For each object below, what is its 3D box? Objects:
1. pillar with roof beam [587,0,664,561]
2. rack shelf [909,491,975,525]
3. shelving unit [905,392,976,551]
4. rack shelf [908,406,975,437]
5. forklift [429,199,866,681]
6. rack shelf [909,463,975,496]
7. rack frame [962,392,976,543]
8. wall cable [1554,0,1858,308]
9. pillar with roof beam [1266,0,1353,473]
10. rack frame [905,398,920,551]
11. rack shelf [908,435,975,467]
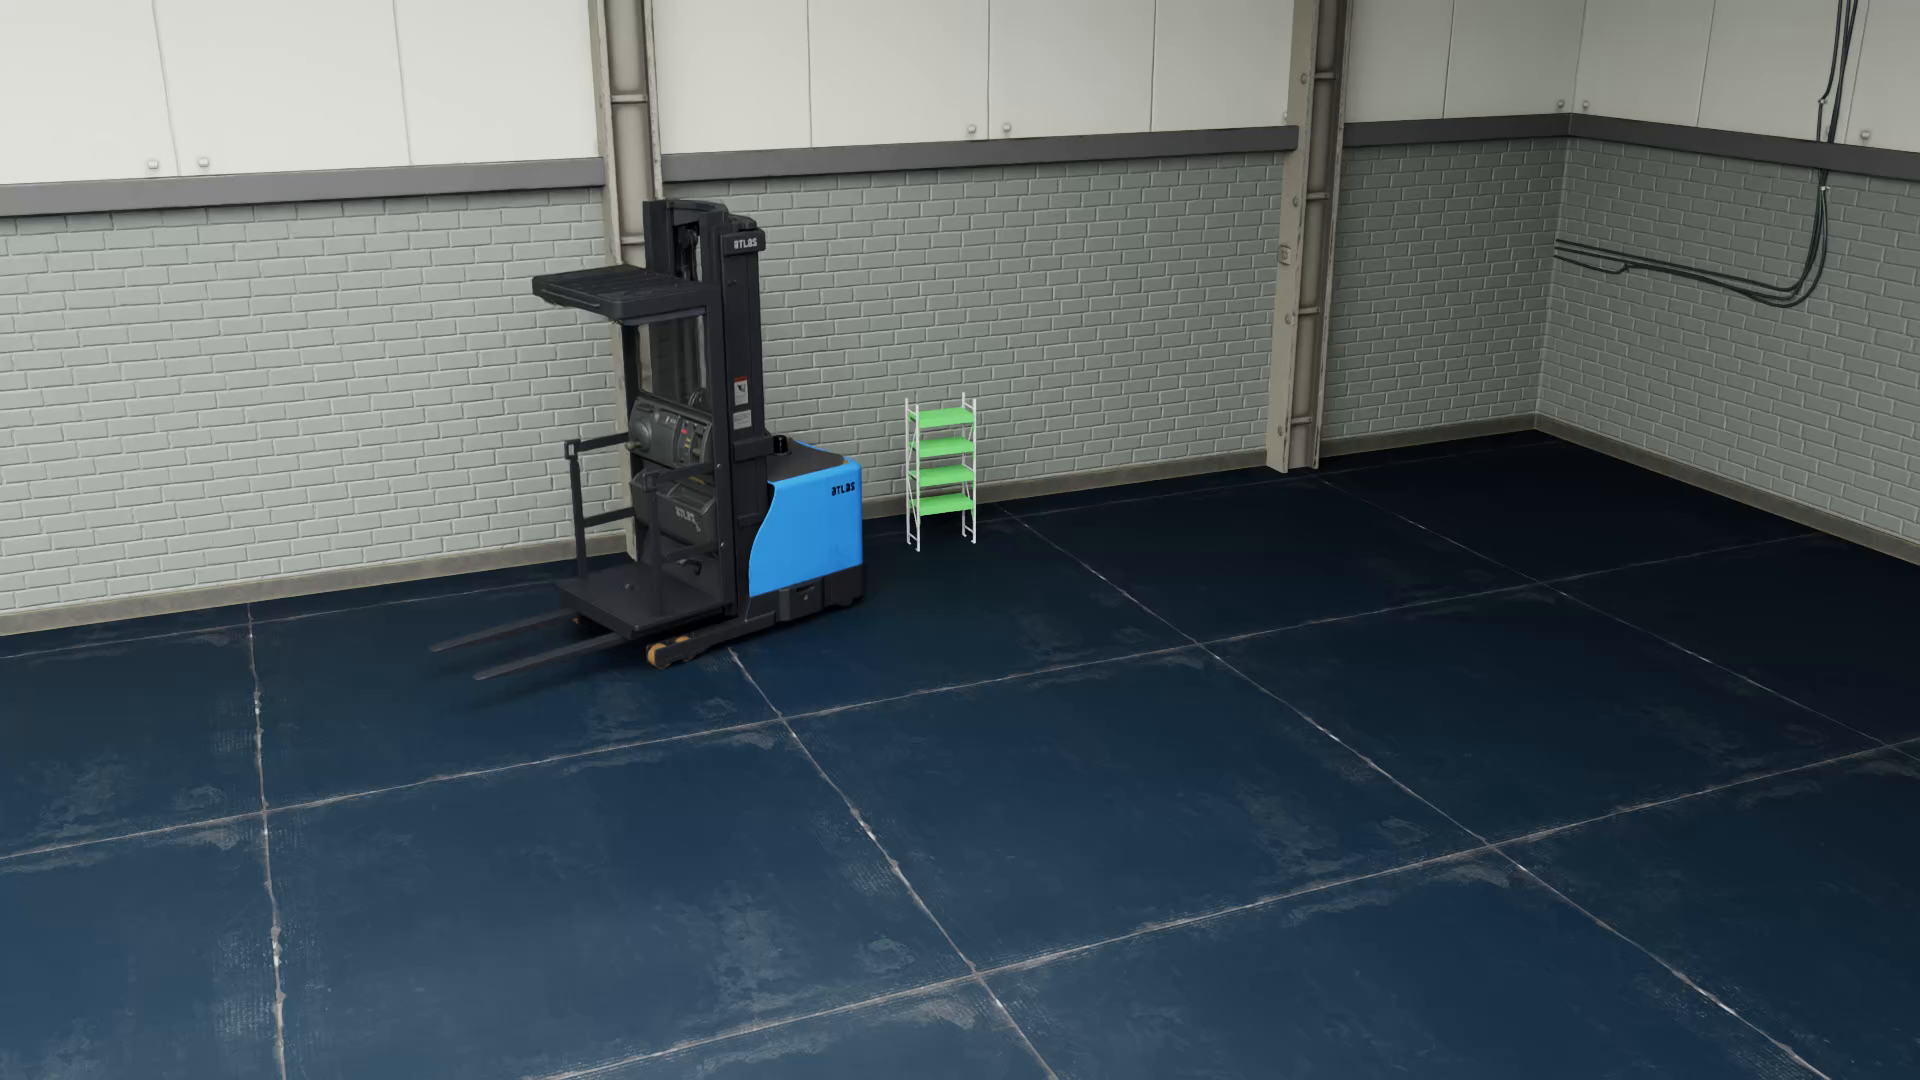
[{"bbox_3d":[-0.719,-2.830,8.010,0.400,9.000,9.100,-8,21,-22],"label":"pillar with roof beam"},{"bbox_3d":[-0.152,-0.258,13.362,0.480,0.148,0.258,-8,21,-22],"label":"rack shelf"},{"bbox_3d":[-0.152,-0.544,13.261,0.503,1.200,0.258,-8,21,-22],"label":"shelving unit"},{"bbox_3d":[-0.152,-0.937,13.123,0.480,0.148,0.258,-8,21,-22],"label":"rack shelf"},{"bbox_3d":[-2.122,-0.719,11.151,3.031,2.935,1.130,-17,25,-39],"label":"forklift"},{"bbox_3d":[-0.152,-0.484,13.282,0.480,0.148,0.258,-8,21,-22],"label":"rack shelf"},{"bbox_3d":[0.072,-0.576,13.352,0.015,1.200,0.240,-8,21,-22],"label":"rack frame"},{"bbox_3d":[6.314,-3.452,14.451,0.112,2.526,3.097,-8,21,-22],"label":"wall cable"},{"bbox_3d":[4.790,-3.619,10.252,0.400,9.000,9.100,-8,21,-22],"label":"pillar with roof beam"},{"bbox_3d":[-0.376,-0.512,13.170,0.015,1.200,0.240,-8,21,-22],"label":"rack frame"},{"bbox_3d":[-0.152,-0.710,13.202,0.480,0.148,0.258,-8,21,-22],"label":"rack shelf"}]
